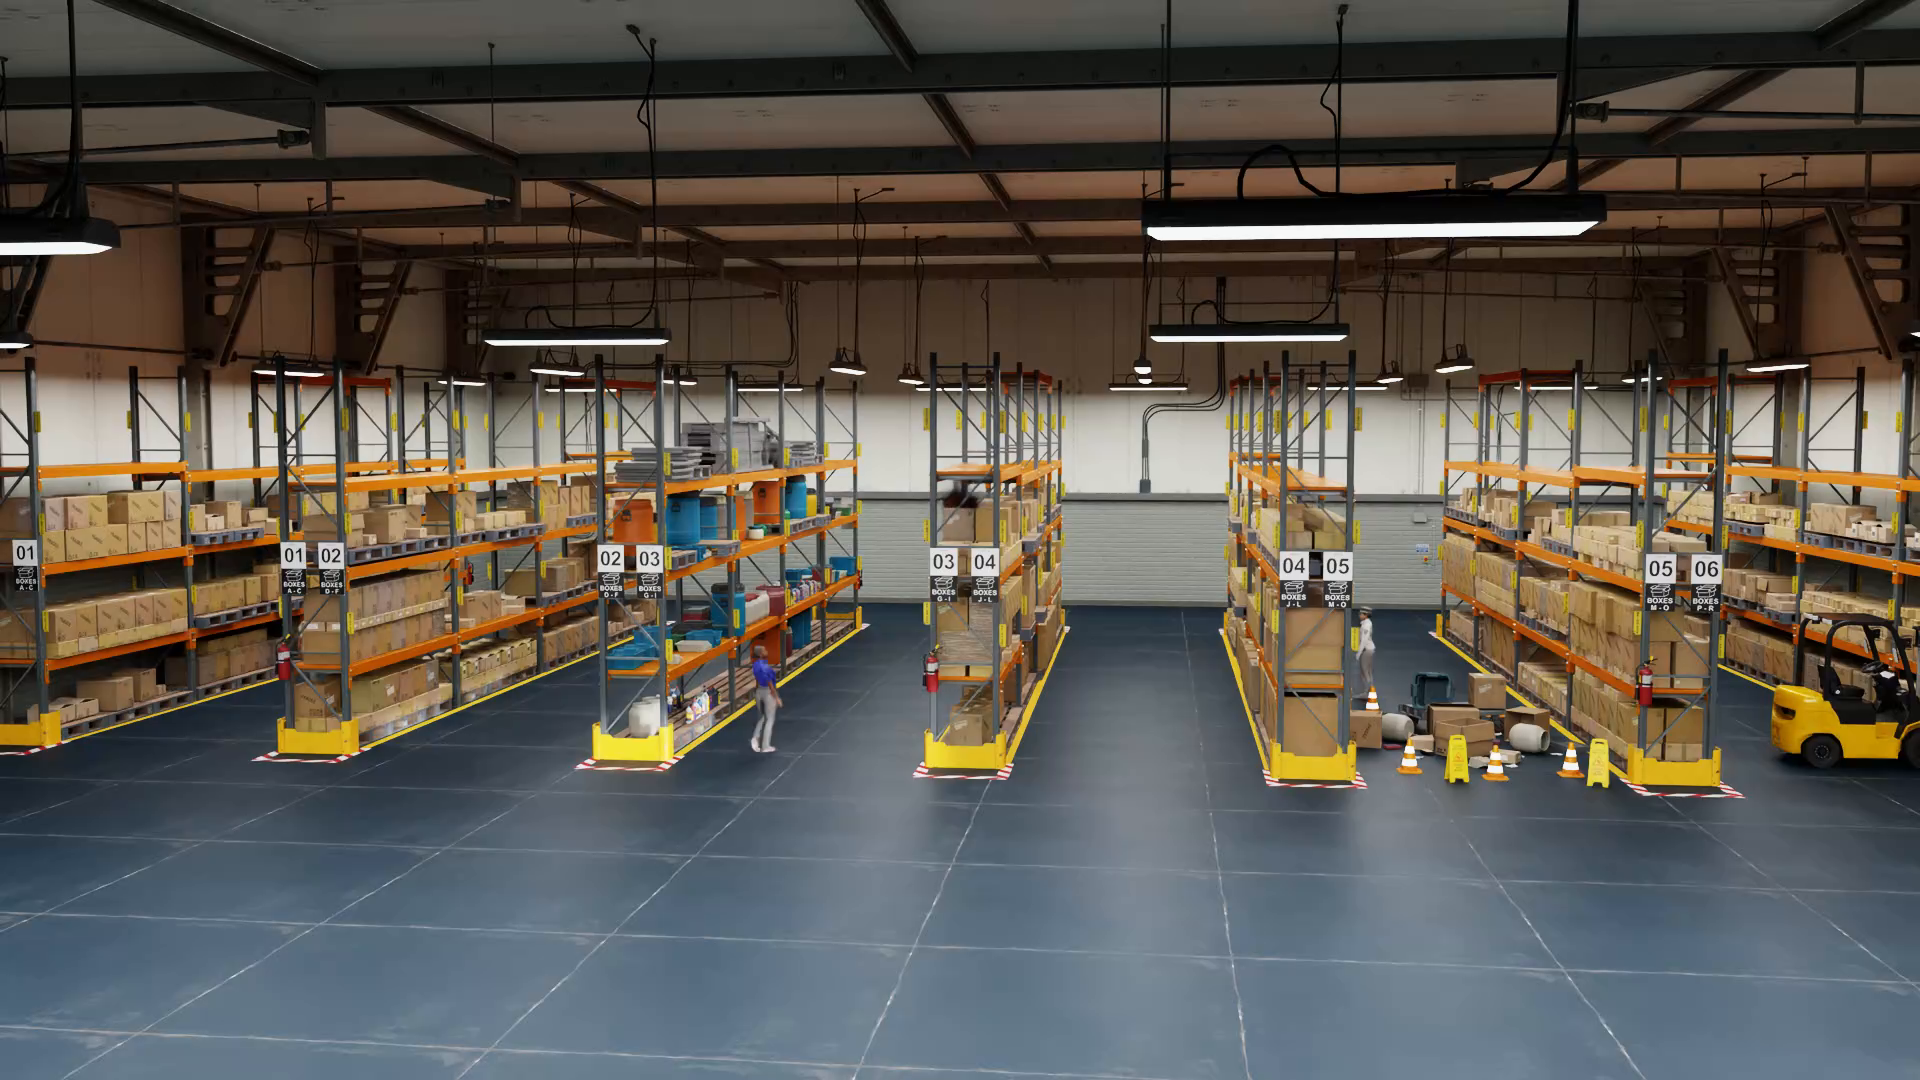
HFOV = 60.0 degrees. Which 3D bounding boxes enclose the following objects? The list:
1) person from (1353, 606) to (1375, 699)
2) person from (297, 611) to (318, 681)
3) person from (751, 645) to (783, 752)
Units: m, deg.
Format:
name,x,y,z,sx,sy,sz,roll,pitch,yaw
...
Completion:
name,x,y,z,sx,sy,sz,roll,pitch,yaw
person,7.323,2.035,30.070,0.358,1.685,0.472,2,4,24
person,-11.841,2.033,30.350,0.423,1.638,0.964,0,4,0
person,-2.916,2.399,25.123,0.488,1.646,0.442,3,5,36
